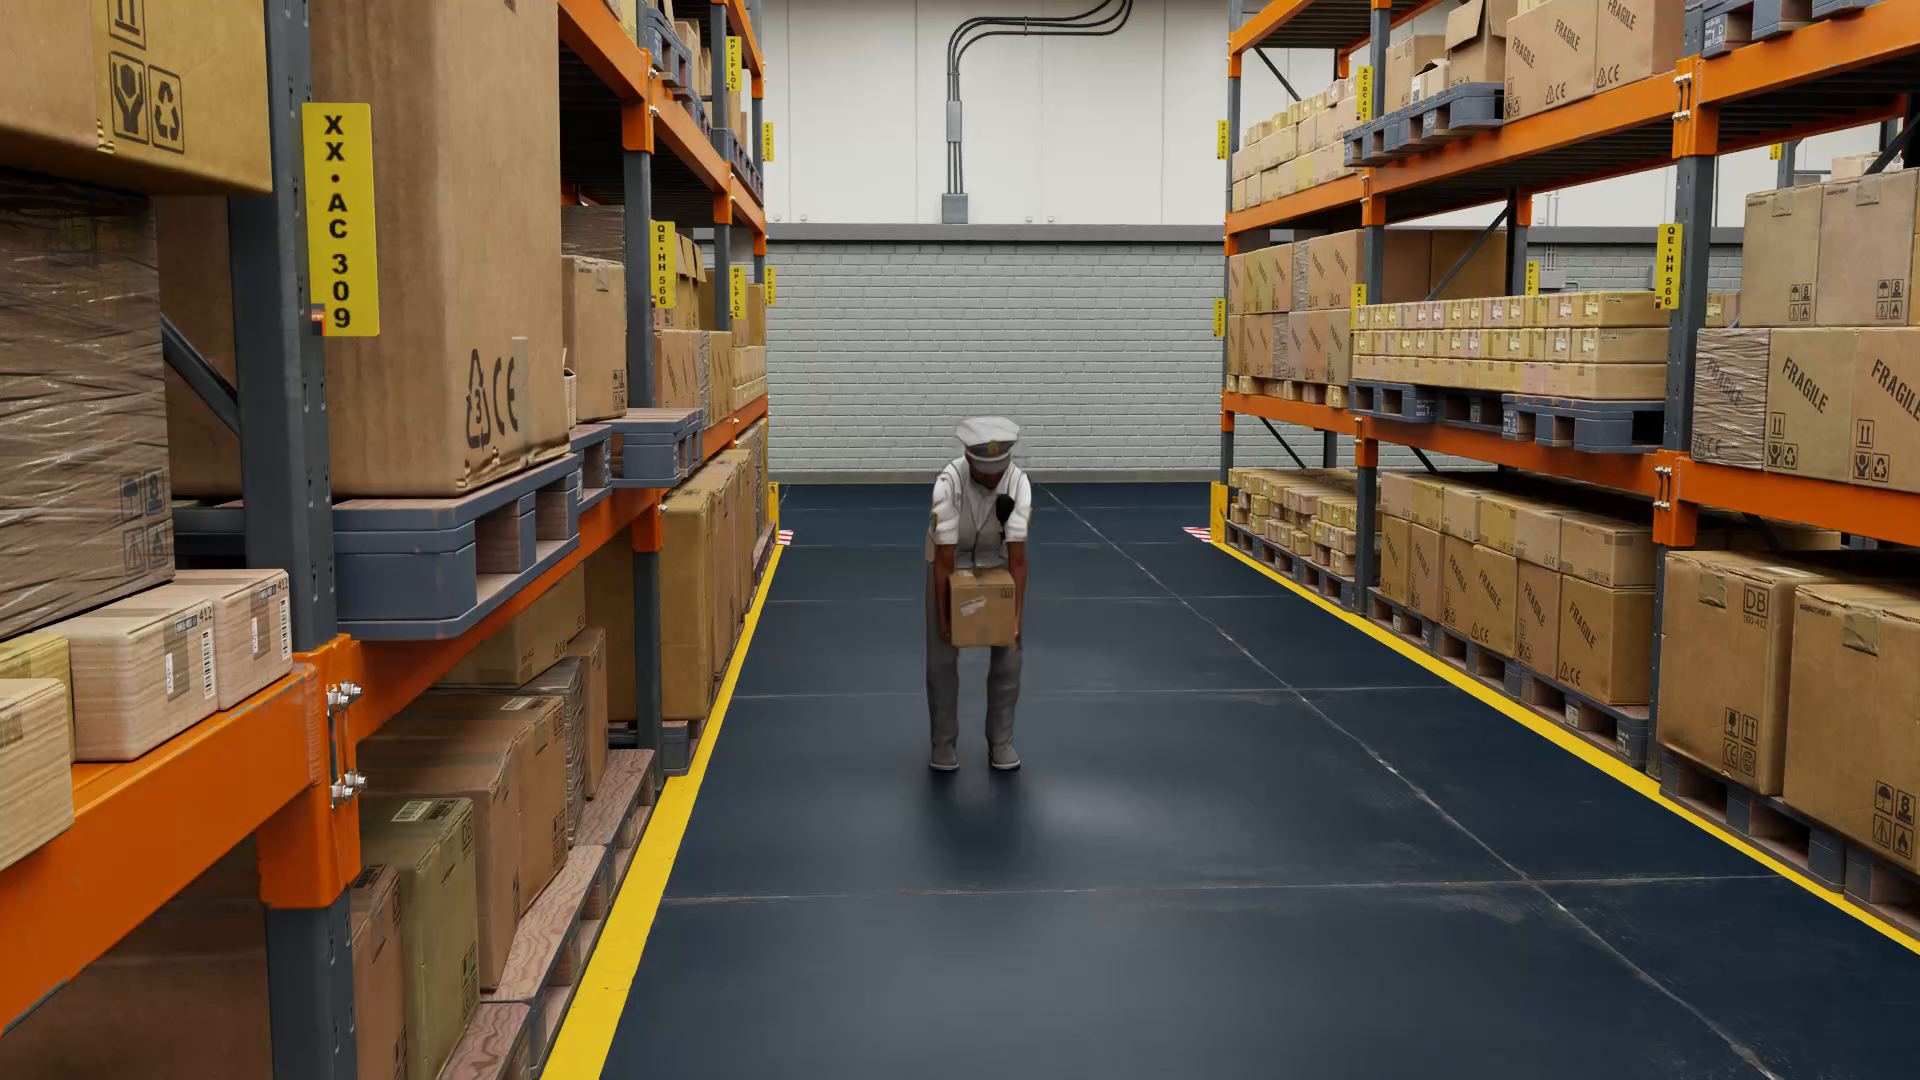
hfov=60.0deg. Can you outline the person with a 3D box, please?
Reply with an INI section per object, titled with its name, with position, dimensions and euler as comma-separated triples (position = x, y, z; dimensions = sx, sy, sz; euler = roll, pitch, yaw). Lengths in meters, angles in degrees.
[person]
position = 0.076, 0.231, 6.708
dimensions = 0.412, 1.466, 0.779
euler = -1, 7, -5
